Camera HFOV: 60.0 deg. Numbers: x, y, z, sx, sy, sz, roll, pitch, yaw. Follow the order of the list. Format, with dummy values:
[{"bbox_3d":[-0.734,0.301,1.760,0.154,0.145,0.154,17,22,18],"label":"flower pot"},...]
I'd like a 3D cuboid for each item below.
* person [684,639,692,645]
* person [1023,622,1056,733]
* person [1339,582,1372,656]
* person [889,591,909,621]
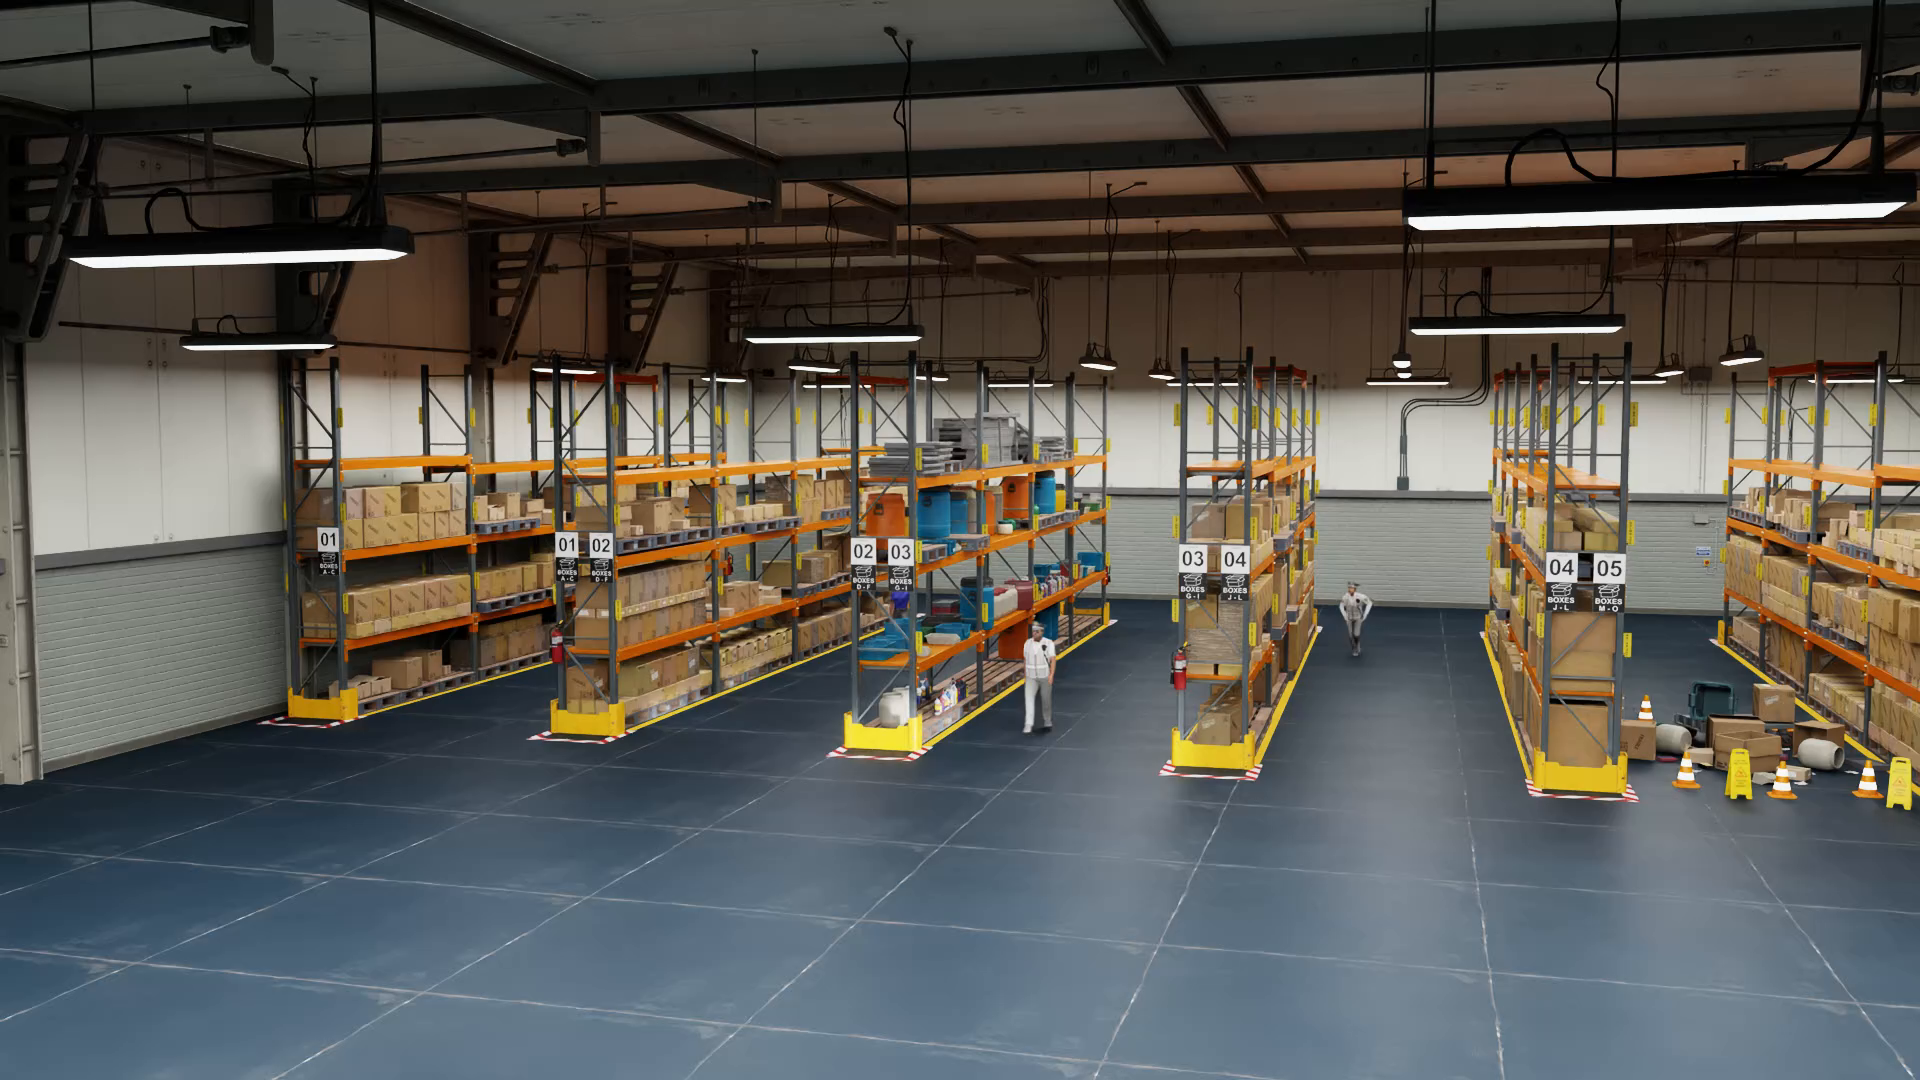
[{"bbox_3d":[-5.921,1.520,36.100,0.472,1.672,0.483,-4,6,-45],"label":"person"},{"bbox_3d":[1.253,2.167,26.526,0.565,1.723,0.951,1,4,14],"label":"person"},{"bbox_3d":[8.304,1.647,34.879,0.664,1.601,0.688,2,5,25],"label":"person"},{"bbox_3d":[-1.256,1.577,35.506,0.451,1.594,1.045,1,4,15],"label":"person"}]
